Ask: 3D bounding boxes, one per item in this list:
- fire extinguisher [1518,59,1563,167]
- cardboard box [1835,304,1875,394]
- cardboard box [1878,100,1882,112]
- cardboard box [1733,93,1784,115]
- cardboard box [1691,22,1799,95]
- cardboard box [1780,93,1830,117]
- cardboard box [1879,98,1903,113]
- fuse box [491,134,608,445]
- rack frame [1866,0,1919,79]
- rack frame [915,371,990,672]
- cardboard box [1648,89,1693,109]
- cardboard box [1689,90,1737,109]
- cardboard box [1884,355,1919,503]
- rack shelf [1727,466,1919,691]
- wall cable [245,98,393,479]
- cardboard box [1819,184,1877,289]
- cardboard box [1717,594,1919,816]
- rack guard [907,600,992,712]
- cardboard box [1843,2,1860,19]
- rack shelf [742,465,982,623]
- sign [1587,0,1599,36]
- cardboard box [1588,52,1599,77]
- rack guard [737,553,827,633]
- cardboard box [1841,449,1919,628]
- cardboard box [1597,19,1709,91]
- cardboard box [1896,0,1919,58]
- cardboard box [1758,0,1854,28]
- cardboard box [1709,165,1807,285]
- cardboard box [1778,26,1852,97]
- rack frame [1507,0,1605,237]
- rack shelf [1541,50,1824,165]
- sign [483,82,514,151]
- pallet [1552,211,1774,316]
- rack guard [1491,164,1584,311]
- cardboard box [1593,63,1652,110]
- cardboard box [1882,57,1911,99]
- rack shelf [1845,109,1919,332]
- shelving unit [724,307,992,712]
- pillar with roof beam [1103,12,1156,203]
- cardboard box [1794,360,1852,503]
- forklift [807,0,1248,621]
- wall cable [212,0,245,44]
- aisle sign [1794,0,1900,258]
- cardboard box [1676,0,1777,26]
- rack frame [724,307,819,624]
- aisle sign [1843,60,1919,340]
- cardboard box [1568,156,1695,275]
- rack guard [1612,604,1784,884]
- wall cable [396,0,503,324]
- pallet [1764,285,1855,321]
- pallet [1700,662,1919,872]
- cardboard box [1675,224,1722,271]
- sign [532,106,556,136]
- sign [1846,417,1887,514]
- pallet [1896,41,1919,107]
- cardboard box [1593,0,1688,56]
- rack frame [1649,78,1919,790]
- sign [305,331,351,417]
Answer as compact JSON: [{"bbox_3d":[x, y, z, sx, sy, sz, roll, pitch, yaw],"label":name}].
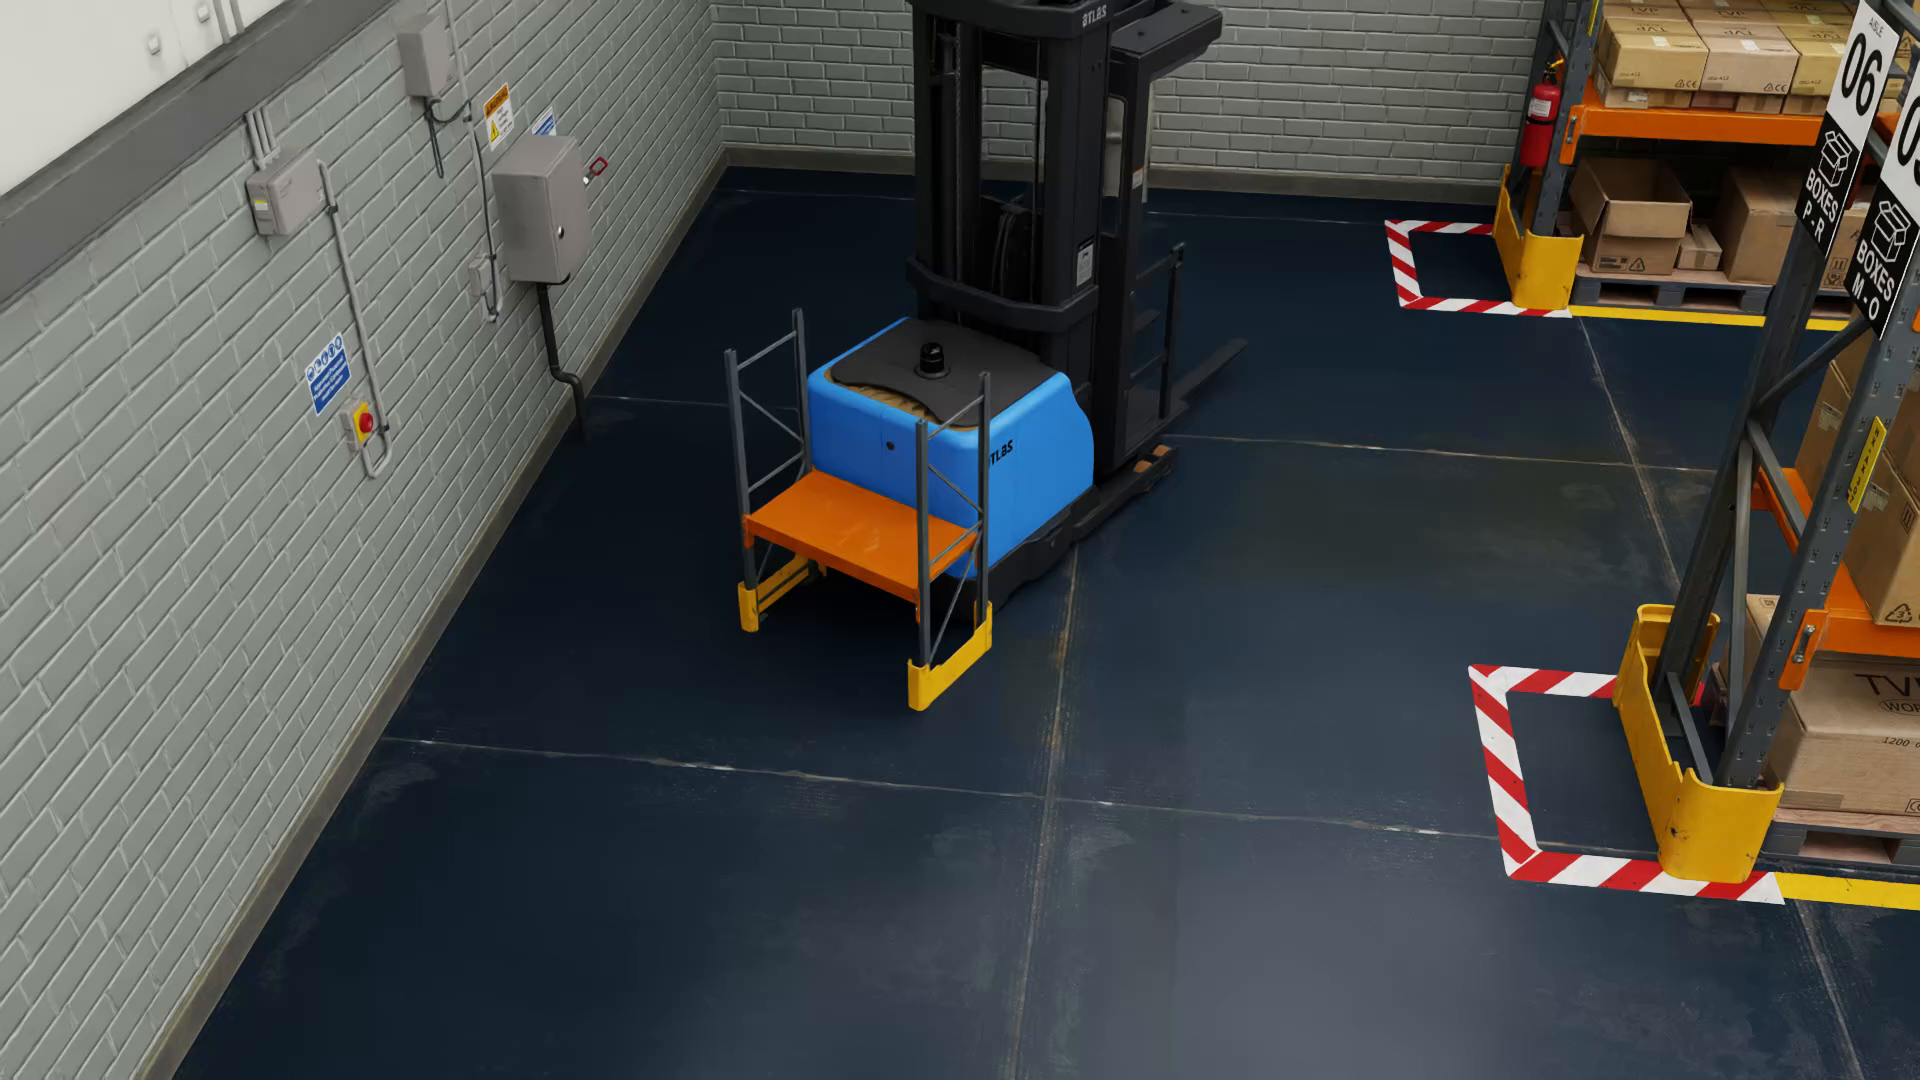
[{"bbox_3d":[3.529,-2.605,10.063,0.183,0.674,0.296,4,36,6],"label":"fire extinguisher"},{"bbox_3d":[3.614,-0.733,6.105,0.500,0.500,0.500,5,36,8],"label":"cardboard box"},{"bbox_3d":[5.296,-2.635,9.934,0.250,0.149,0.380,3,36,5],"label":"cardboard box"},{"bbox_3d":[4.791,-2.714,10.043,0.250,0.149,0.380,5,36,7],"label":"cardboard box"},{"bbox_3d":[4.649,-2.878,9.930,0.500,0.250,0.500,5,36,6],"label":"cardboard box"},{"bbox_3d":[5.055,-2.697,10.020,0.250,0.149,0.380,5,36,7],"label":"cardboard box"},{"bbox_3d":[5.560,-2.628,9.923,0.250,0.149,0.380,5,36,7],"label":"cardboard box"},{"bbox_3d":[-2.079,-1.262,8.903,0.414,1.711,0.539,4,36,6],"label":"fuse box"},{"bbox_3d":[3.105,-2.625,4.539,0.127,3.000,1.000,4,36,6],"label":"rack frame"},{"bbox_3d":[-0.026,0.022,7.285,0.032,1.500,0.500,22,41,28],"label":"rack frame"},{"bbox_3d":[4.283,-2.767,10.118,0.250,0.149,0.380,5,36,7],"label":"cardboard box"},{"bbox_3d":[4.548,-2.768,10.119,0.250,0.149,0.380,4,36,5],"label":"cardboard box"},{"bbox_3d":[3.545,-0.432,5.683,0.500,0.500,0.500,4,36,5],"label":"cardboard box"},{"bbox_3d":[5.089,0.257,6.284,4.000,0.370,1.077,4,36,6],"label":"rack shelf"},{"bbox_3d":[-2.491,-1.014,6.544,0.123,1.953,0.585,4,36,6],"label":"wall cable"},{"bbox_3d":[5.683,-1.915,10.499,0.500,0.500,0.500,5,36,7],"label":"cardboard box"},{"bbox_3d":[3.772,0.680,6.917,0.875,0.438,0.875,3,36,4],"label":"cardboard box"},{"bbox_3d":[-0.042,0.525,7.657,0.087,0.250,0.587,22,41,28],"label":"rack guard"},{"bbox_3d":[5.744,-3.106,10.250,0.500,0.250,0.500,4,36,6],"label":"cardboard box"},{"bbox_3d":[-0.444,0.001,7.624,1.000,0.185,0.538,22,41,28],"label":"rack shelf"},{"bbox_3d":[3.665,-3.084,9.600,0.005,0.325,0.100,4,36,6],"label":"sign"},{"bbox_3d":[4.096,-3.072,10.545,0.250,0.149,0.380,4,36,5],"label":"cardboard box"},{"bbox_3d":[-0.861,0.196,8.118,0.087,0.250,0.587,22,41,28],"label":"rack guard"},{"bbox_3d":[3.545,-0.023,5.972,0.500,0.500,0.500,4,36,6],"label":"cardboard box"},{"bbox_3d":[4.149,-2.915,9.982,0.500,0.250,0.500,4,36,6],"label":"cardboard box"},{"bbox_3d":[5.637,-3.110,9.609,0.500,0.500,0.500,5,36,7],"label":"cardboard box"},{"bbox_3d":[5.225,-3.145,10.304,0.500,0.250,0.500,5,36,7],"label":"cardboard box"},{"bbox_3d":[5.171,-2.012,10.634,0.500,0.500,0.700,6,36,8],"label":"cardboard box"},{"bbox_3d":[5.153,-2.842,9.881,0.500,0.250,0.500,4,36,5],"label":"cardboard box"},{"bbox_3d":[3.734,-3.044,10.290,0.127,3.000,1.000,4,36,6],"label":"rack frame"},{"bbox_3d":[5.717,-2.603,10.292,4.000,0.370,1.077,4,36,6],"label":"rack shelf"},{"bbox_3d":[-2.291,-2.107,8.266,0.001,0.242,0.339,4,36,6],"label":"sign"},{"bbox_3d":[4.600,-1.845,11.010,1.213,0.211,1.003,4,36,6],"label":"pallet"},{"bbox_3d":[3.809,-2.021,11.008,0.348,0.500,1.175,4,36,6],"label":"rack guard"},{"bbox_3d":[4.025,-2.759,10.107,0.250,0.149,0.380,4,36,6],"label":"cardboard box"},{"bbox_3d":[5.662,-2.817,9.845,0.500,0.250,0.500,3,36,5],"label":"cardboard box"},{"bbox_3d":[5.089,-0.964,5.412,4.000,0.370,1.077,4,36,6],"label":"rack shelf"},{"bbox_3d":[-0.452,-0.149,7.524,1.083,1.500,0.587,22,41,28],"label":"shelving unit"},{"bbox_3d":[0.626,-3.724,6.079,0.400,9.000,9.100,4,36,6],"label":"pillar with roof beam"},{"bbox_3d":[3.617,-0.341,6.417,0.500,0.500,0.500,4,36,6],"label":"cardboard box"},{"bbox_3d":[0.539,-1.610,8.340,1.130,2.935,3.031,24,42,29],"label":"forklift"},{"bbox_3d":[-2.573,-2.884,4.902,0.029,3.000,0.463,4,36,6],"label":"wall cable"},{"bbox_3d":[3.073,-1.426,5.785,0.004,0.787,0.394,4,36,6],"label":"aisle sign"},{"bbox_3d":[4.735,-3.184,10.359,0.500,0.250,0.500,4,36,6],"label":"cardboard box"},{"bbox_3d":[-0.862,-0.314,7.755,0.032,1.500,0.500,22,41,28],"label":"rack frame"},{"bbox_3d":[2.997,-1.080,5.300,0.004,0.787,0.394,4,36,6],"label":"aisle sign"},{"bbox_3d":[4.328,-2.099,10.753,0.637,0.503,0.797,3,36,4],"label":"cardboard box"},{"bbox_3d":[3.081,0.832,7.011,0.348,0.500,1.175,4,36,6],"label":"rack guard"},{"bbox_3d":[-2.322,-1.819,7.699,0.122,1.984,0.588,4,36,6],"label":"wall cable"},{"bbox_3d":[5.806,-1.753,10.882,1.213,0.211,1.003,4,36,6],"label":"pallet"},{"bbox_3d":[3.908,0.966,7.073,1.213,0.211,1.003,4,36,6],"label":"pallet"},{"bbox_3d":[4.745,-1.901,10.781,0.250,0.149,0.380,3,36,4],"label":"cardboard box"},{"bbox_3d":[-2.221,-2.048,8.976,0.001,0.494,0.329,4,36,6],"label":"sign"},{"bbox_3d":[3.028,-0.249,5.560,0.005,0.325,0.100,4,36,6],"label":"sign"},{"bbox_3d":[3.842,-1.320,5.368,1.213,0.211,1.003,4,36,6],"label":"pallet"},{"bbox_3d":[4.224,-3.223,10.414,0.500,0.250,0.500,5,36,7],"label":"cardboard box"},{"bbox_3d":[3.105,-0.184,6.282,0.127,3.000,1.000,4,36,6],"label":"rack frame"},{"bbox_3d":[-2.558,-0.674,6.737,0.001,0.218,0.327,4,36,6],"label":"sign"}]
